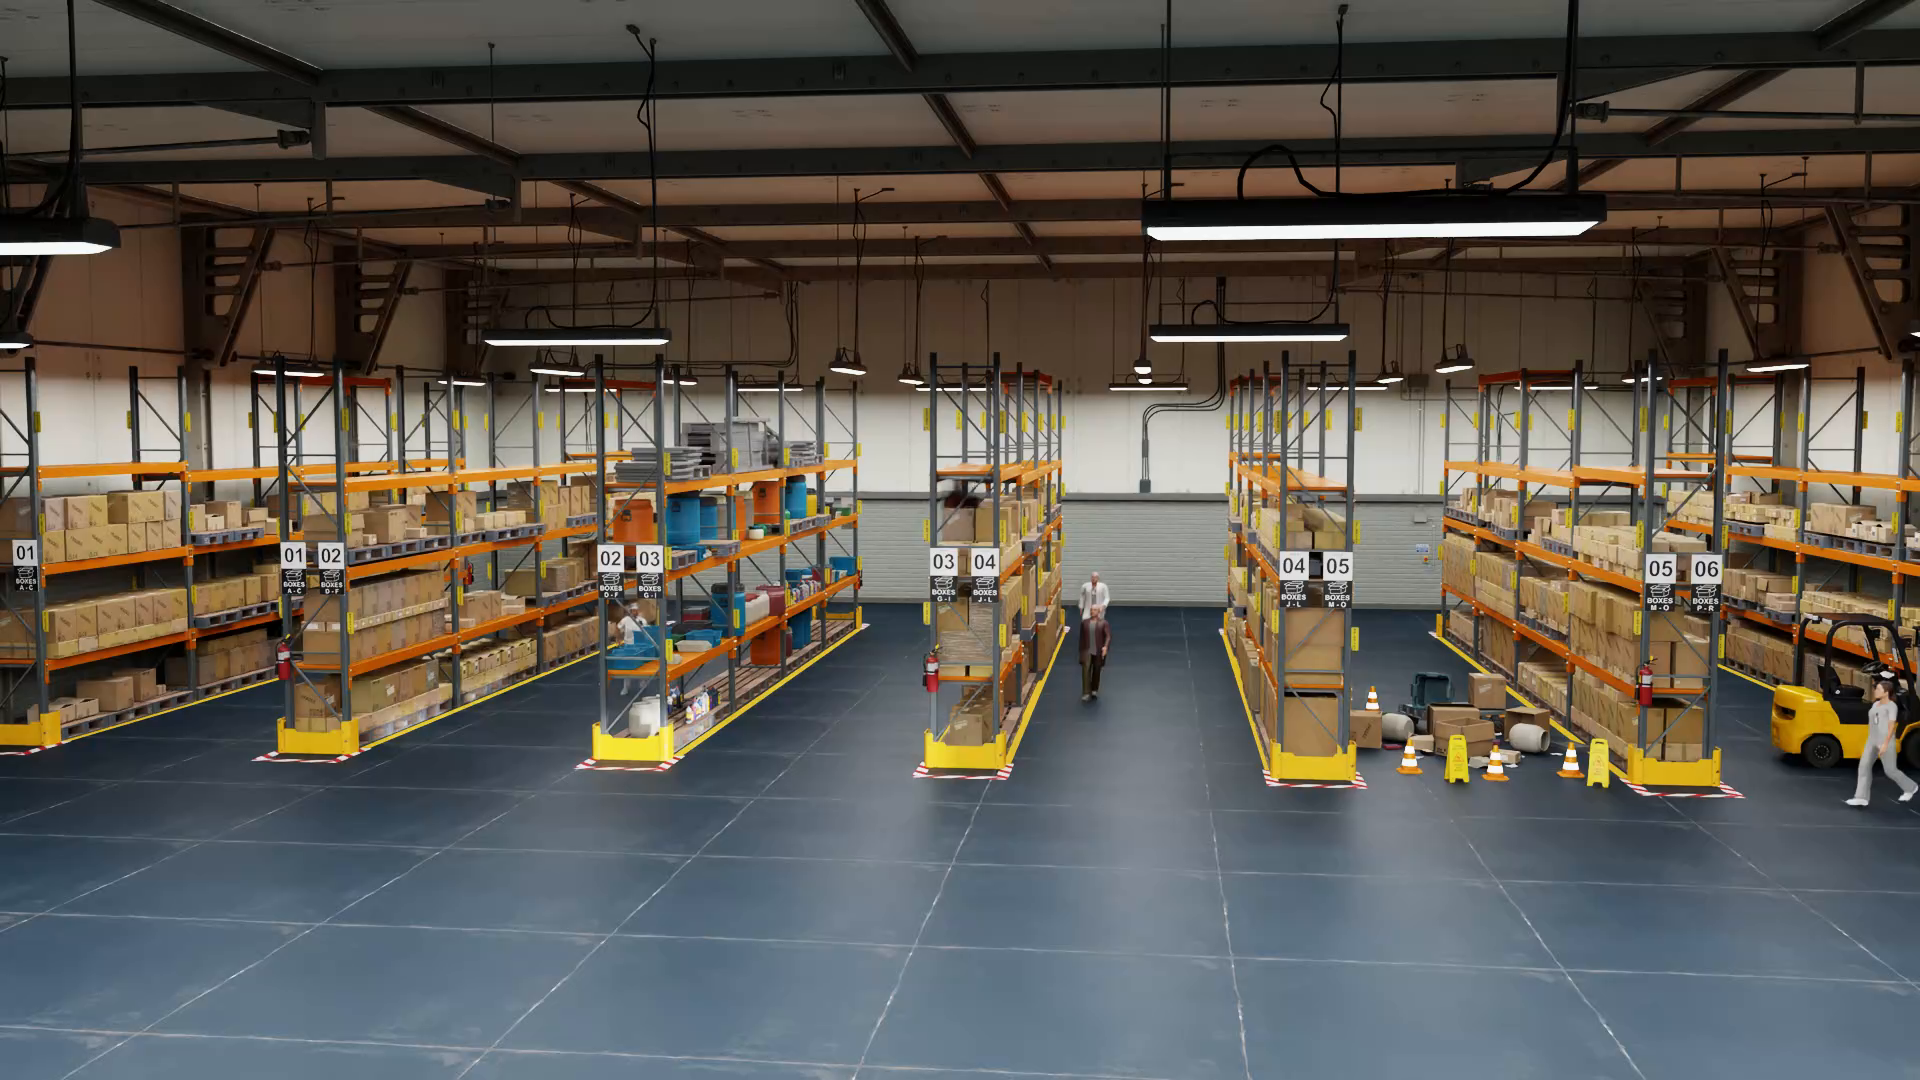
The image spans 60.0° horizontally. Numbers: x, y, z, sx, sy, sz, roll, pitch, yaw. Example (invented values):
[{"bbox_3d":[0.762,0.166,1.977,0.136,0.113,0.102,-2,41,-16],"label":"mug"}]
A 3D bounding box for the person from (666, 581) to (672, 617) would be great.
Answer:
[{"bbox_3d":[-7.660,1.144,42.721,0.523,1.644,0.473,4,6,45],"label":"person"}]

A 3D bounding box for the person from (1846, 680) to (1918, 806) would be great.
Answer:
[{"bbox_3d":[12.040,2.646,21.660,0.948,1.644,0.436,-1,4,-14],"label":"person"}]

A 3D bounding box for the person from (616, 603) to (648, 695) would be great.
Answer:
[{"bbox_3d":[-6.080,1.969,30.671,0.596,1.650,1.028,1,4,7],"label":"person"}]

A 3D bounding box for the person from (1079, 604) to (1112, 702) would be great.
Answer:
[{"bbox_3d":[2.417,2.009,29.759,0.588,1.711,1.145,0,4,4],"label":"person"}]

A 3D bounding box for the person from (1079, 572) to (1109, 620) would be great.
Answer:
[{"bbox_3d":[2.935,1.599,36.427,0.669,1.814,0.935,0,4,6],"label":"person"}]
